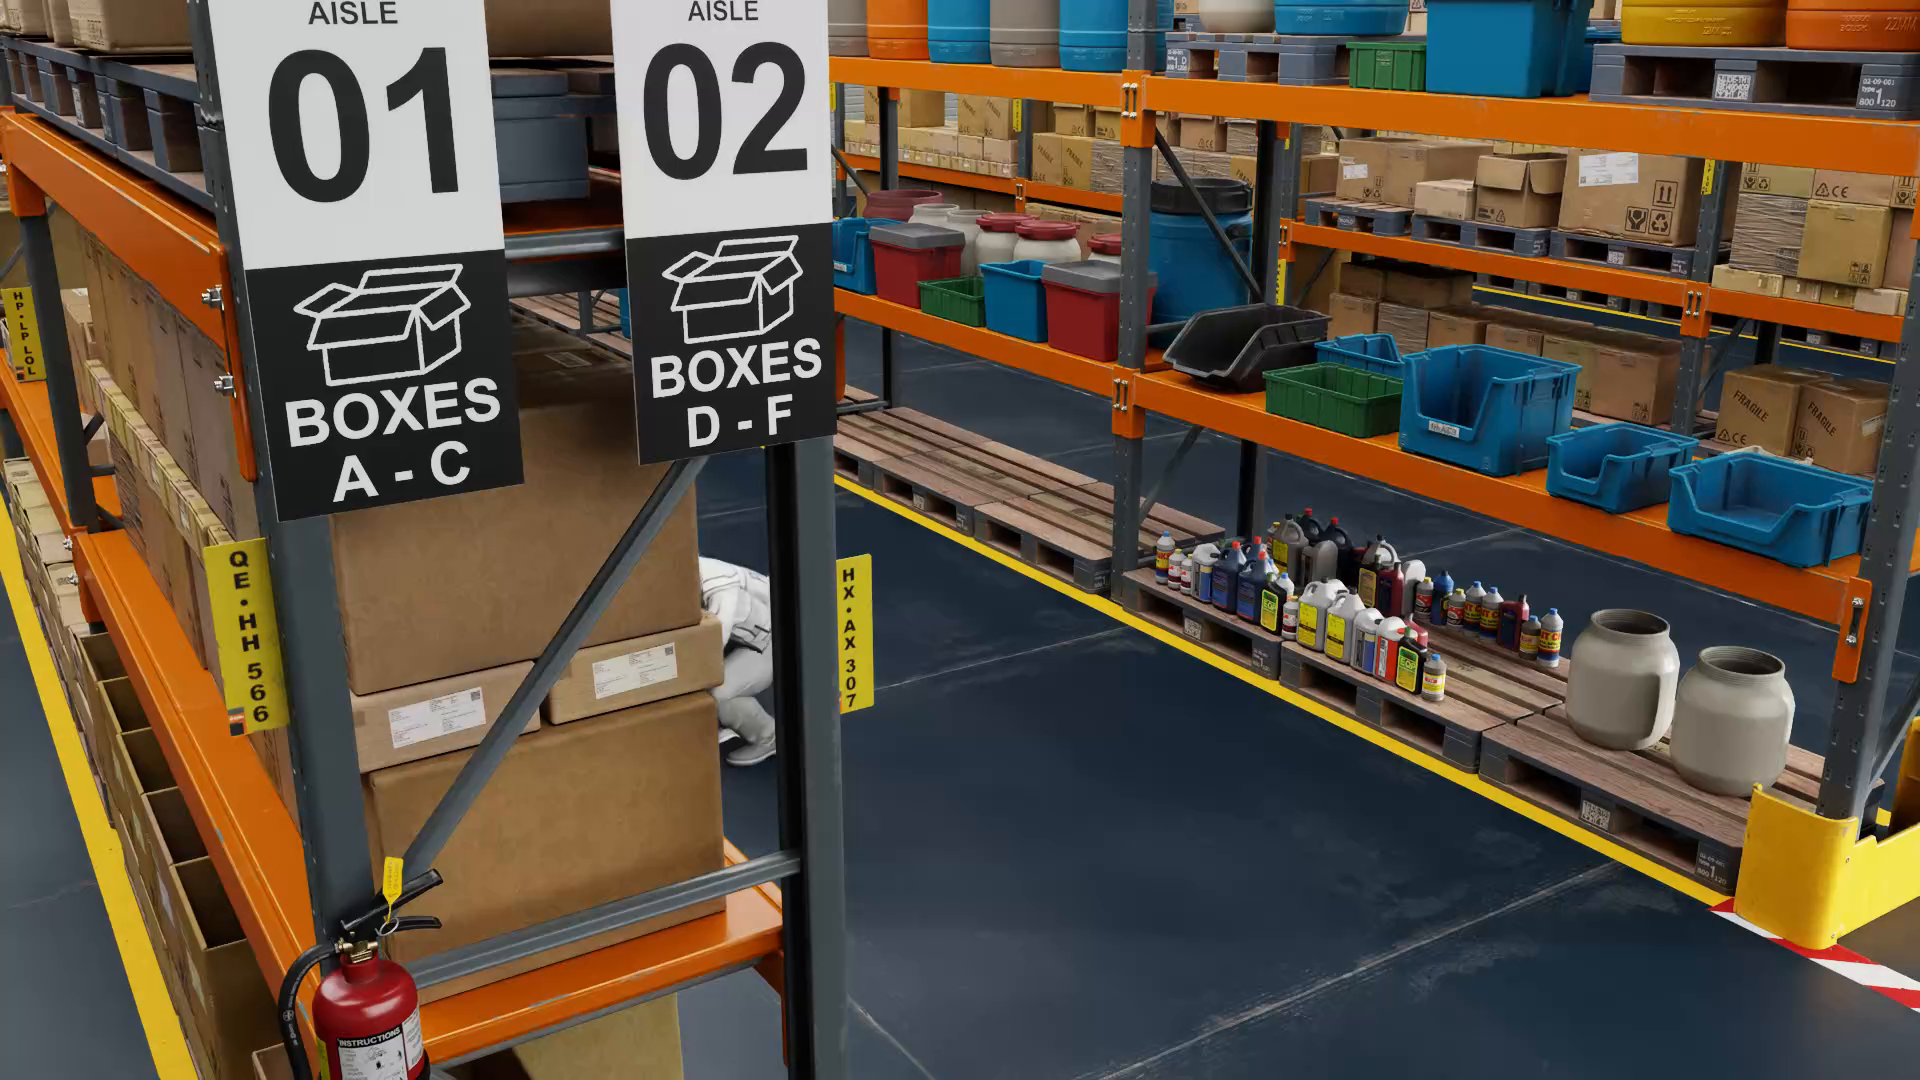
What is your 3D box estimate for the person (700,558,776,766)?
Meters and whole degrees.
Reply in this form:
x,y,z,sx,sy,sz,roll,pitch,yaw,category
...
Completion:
x,y,z,sx,sy,sz,roll,pitch,yaw,category
-1.032,0.469,7.198,0.817,1.002,0.520,-12,22,-32,person
